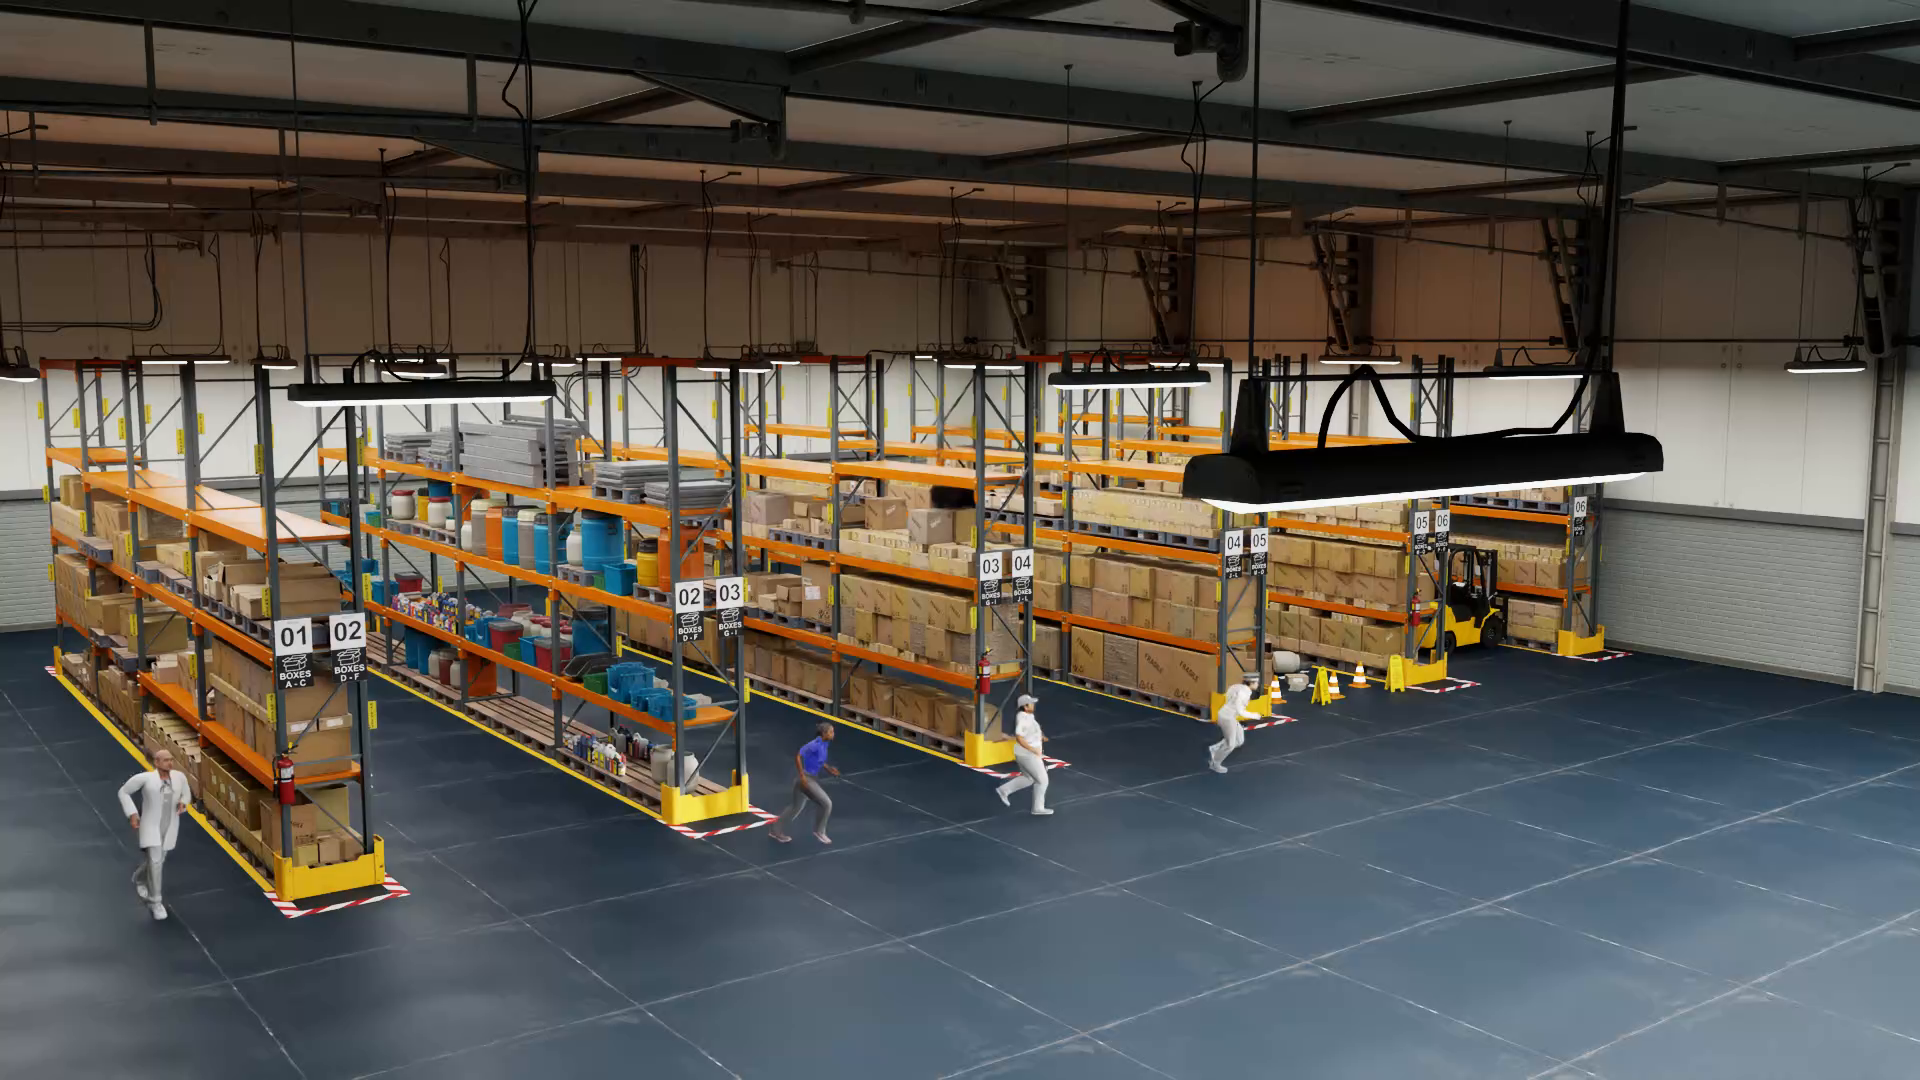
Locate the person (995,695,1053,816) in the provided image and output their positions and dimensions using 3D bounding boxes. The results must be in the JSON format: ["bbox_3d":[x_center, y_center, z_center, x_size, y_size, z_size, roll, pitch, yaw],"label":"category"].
[{"bbox_3d":[0.868,2.867,22.183,0.768,1.629,0.618,-1,7,-6],"label":"person"}]

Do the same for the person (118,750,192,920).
[{"bbox_3d":[-8.974,3.231,18.651,0.998,1.784,0.733,5,9,37],"label":"person"}]

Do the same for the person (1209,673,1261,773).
[{"bbox_3d":[4.052,2.669,24.490,0.751,1.490,0.639,1,7,11],"label":"person"}]

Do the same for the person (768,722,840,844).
[{"bbox_3d":[-1.968,3.067,20.947,0.909,1.577,0.558,0,7,4],"label":"person"}]
